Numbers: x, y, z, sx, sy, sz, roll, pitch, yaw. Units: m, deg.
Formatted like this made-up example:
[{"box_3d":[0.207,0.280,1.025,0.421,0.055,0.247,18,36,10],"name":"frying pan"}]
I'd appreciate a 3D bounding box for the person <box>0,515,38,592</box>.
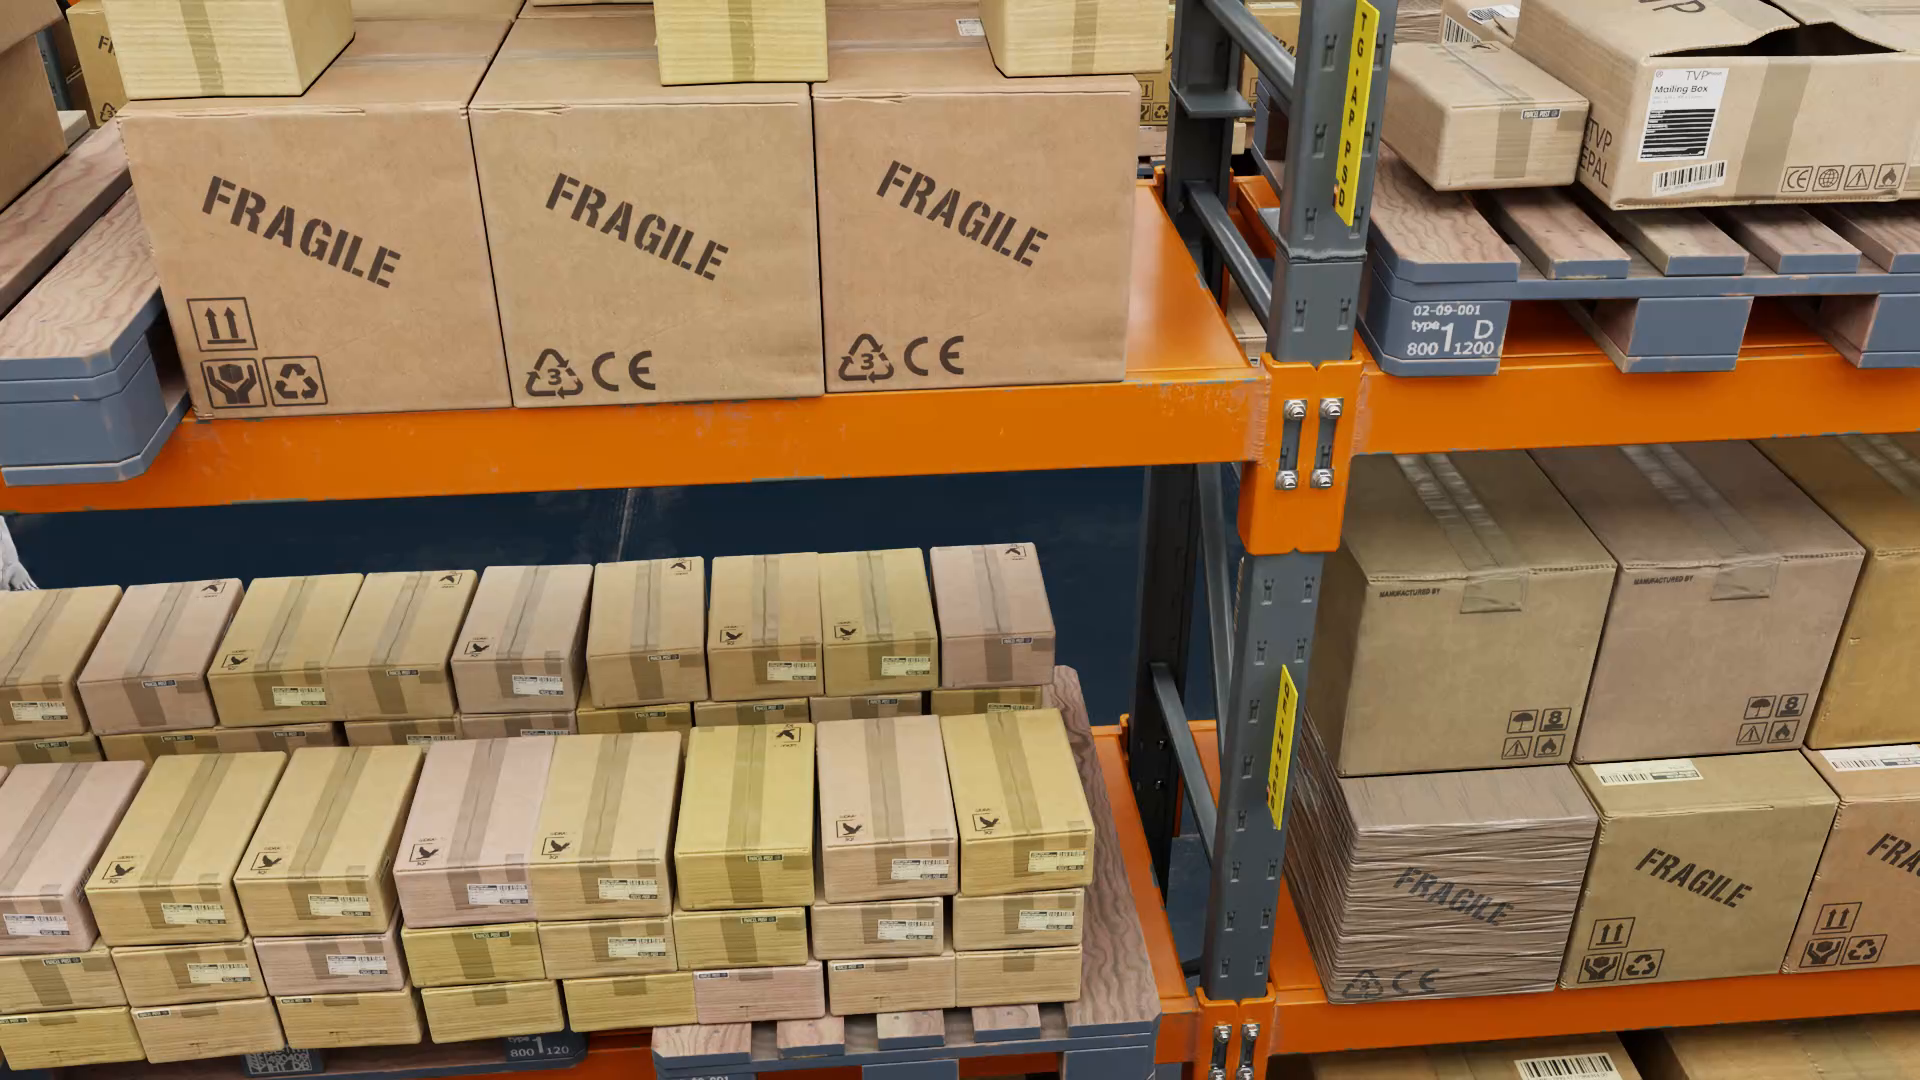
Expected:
[{"box_3d":[-3.579,0.185,5.795,1.005,1.623,0.513,-7,32,-12],"name":"person"}]
